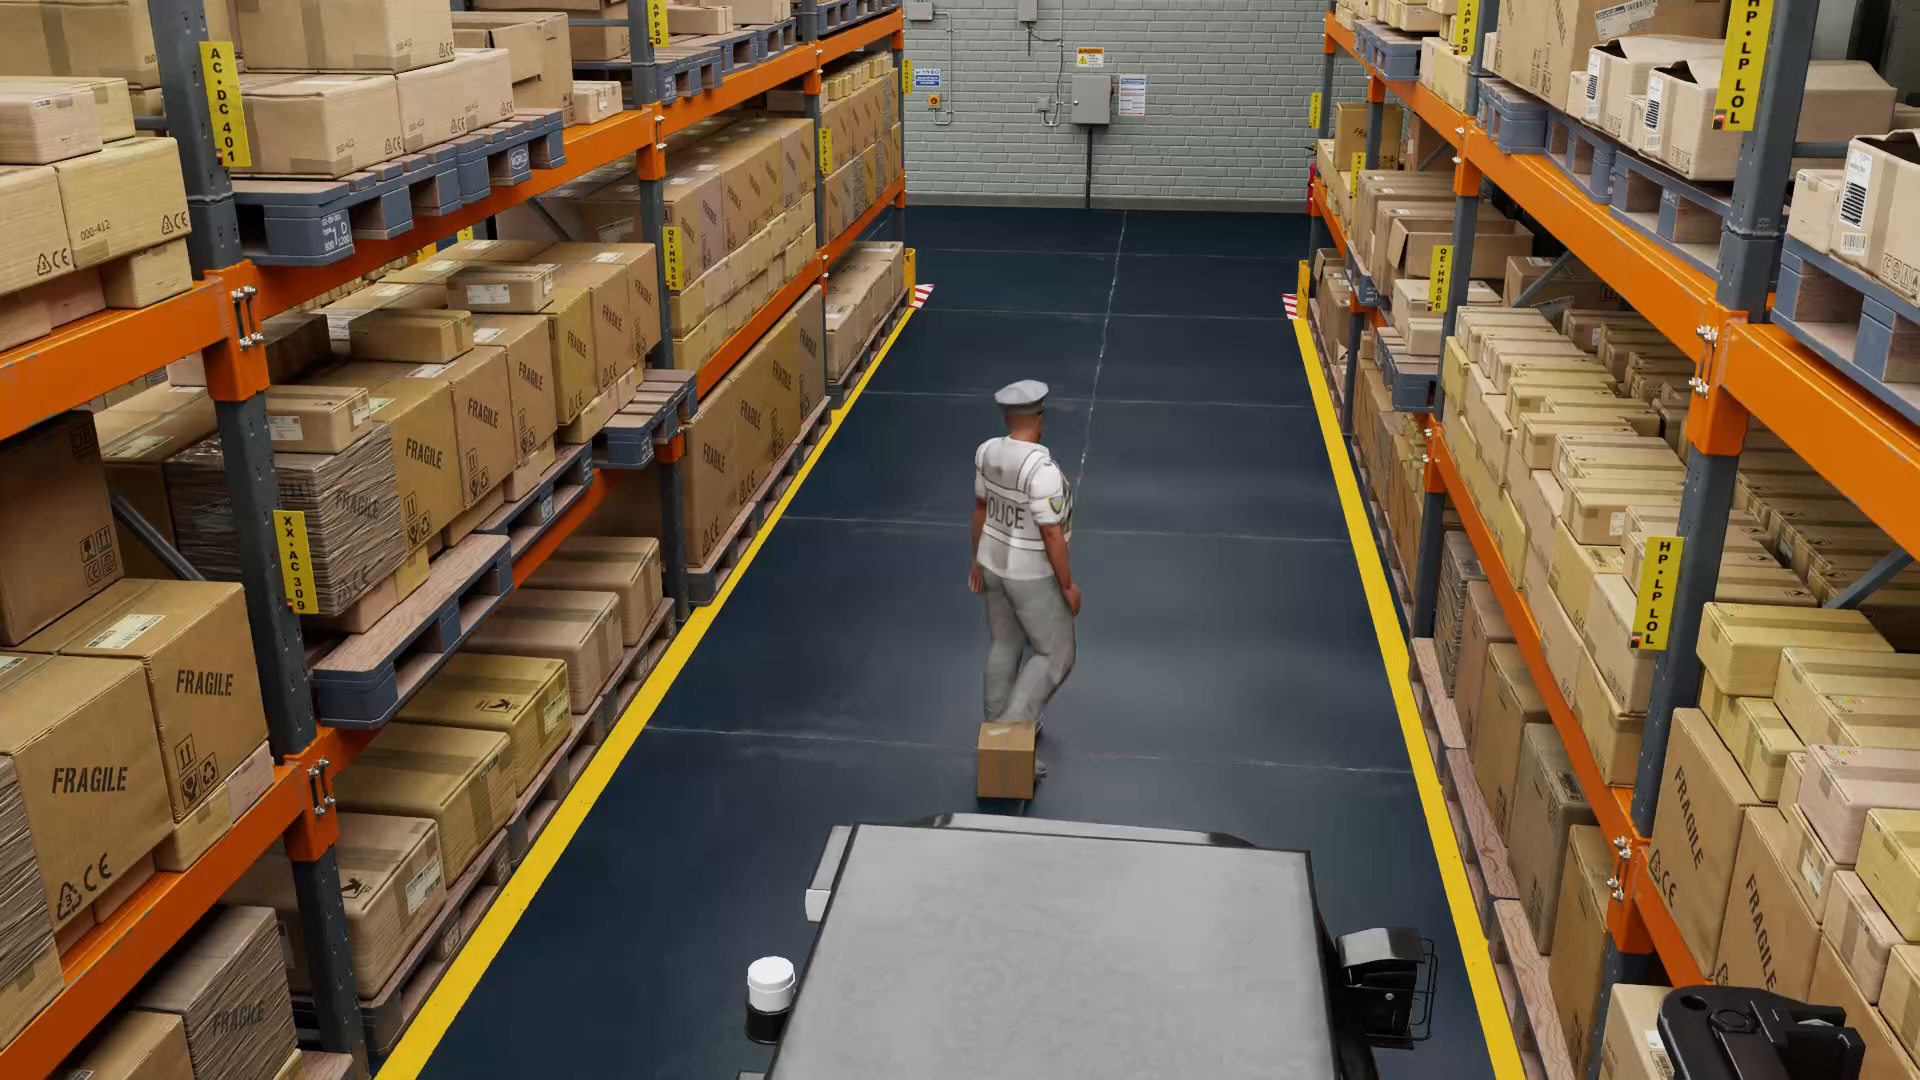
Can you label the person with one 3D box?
[{"bbox_3d":[0.295,0.168,7.590,0.503,1.739,0.706,-13,25,-30],"label":"person"}]
